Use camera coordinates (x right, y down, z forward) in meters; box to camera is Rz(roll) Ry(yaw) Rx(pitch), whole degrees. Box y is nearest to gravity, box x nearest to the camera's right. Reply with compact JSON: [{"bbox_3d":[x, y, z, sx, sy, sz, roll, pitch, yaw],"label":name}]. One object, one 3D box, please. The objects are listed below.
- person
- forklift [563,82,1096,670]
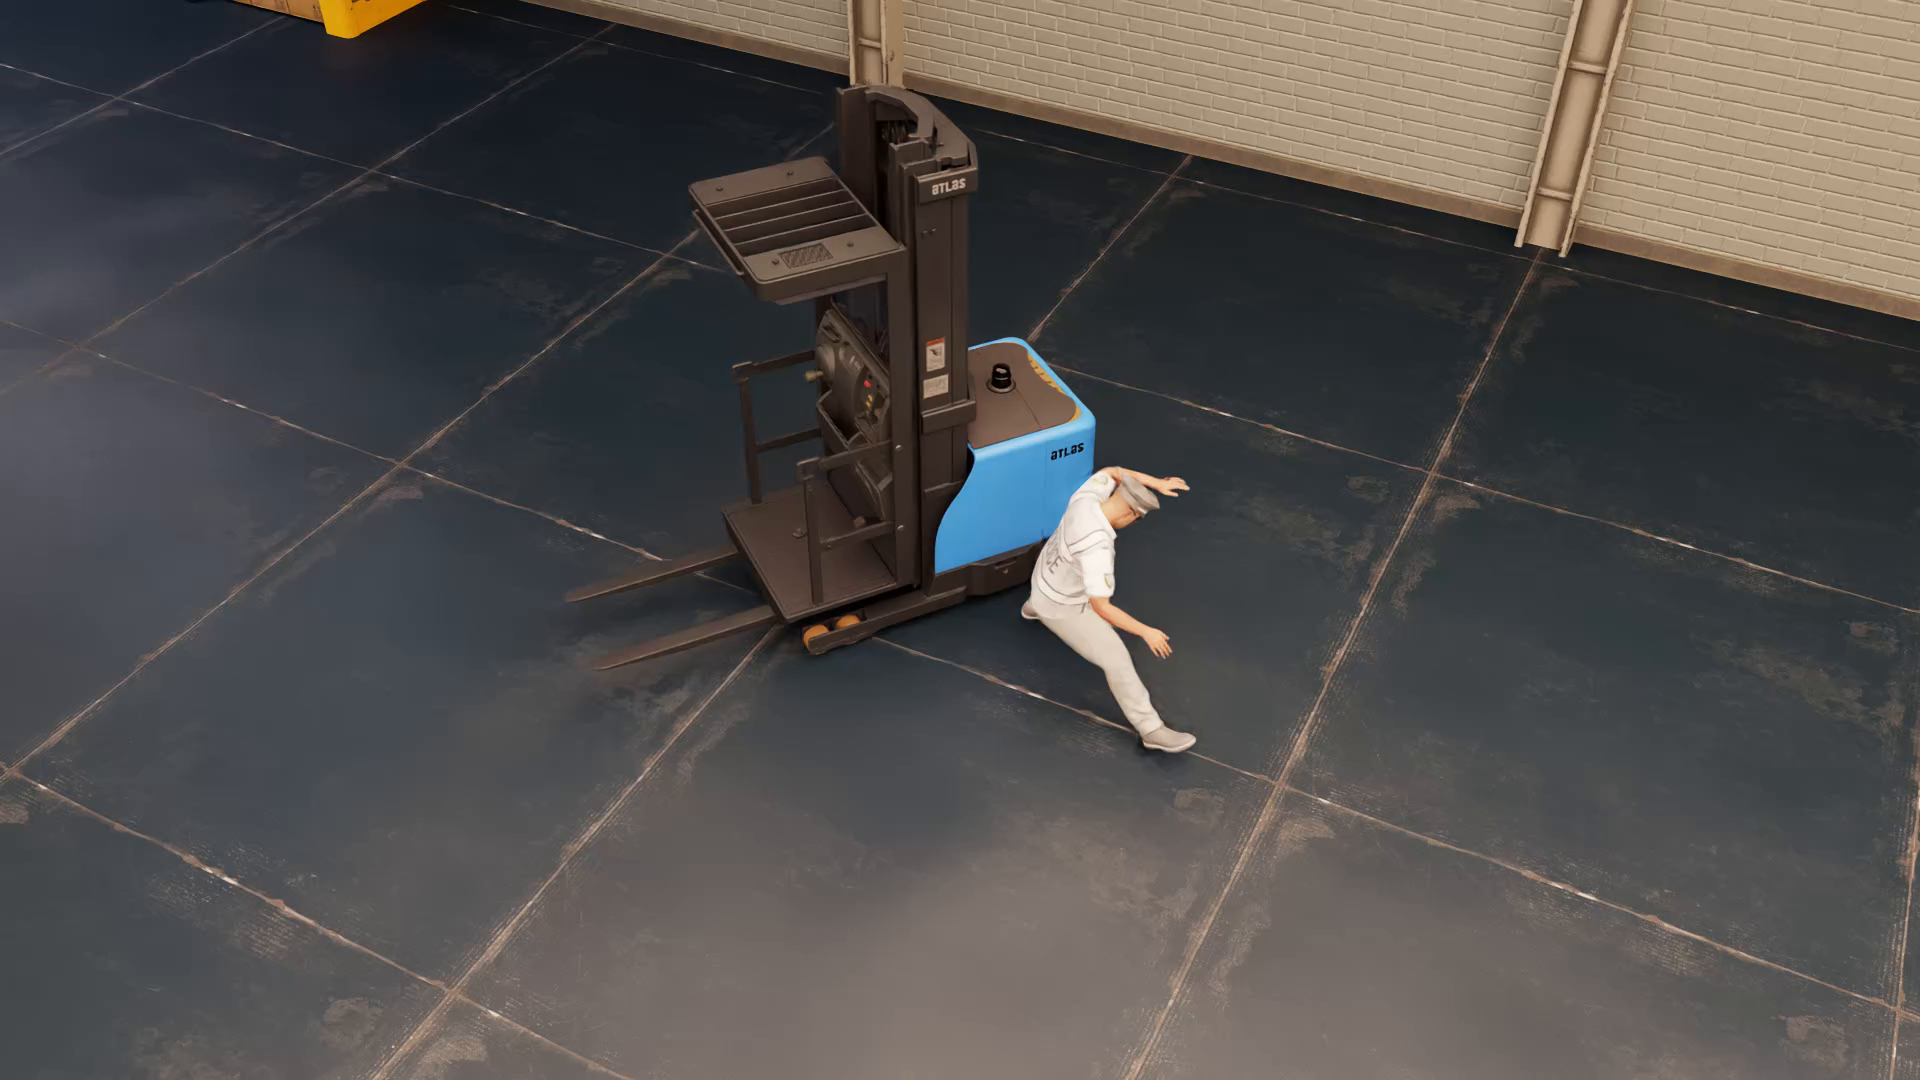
[{"bbox_3d":[0.802,0.260,8.866,1.032,1.428,1.234,5,40,6],"label":"person"},{"bbox_3d":[-0.769,-0.860,9.007,3.031,2.935,1.130,-17,43,-19],"label":"forklift"}]
